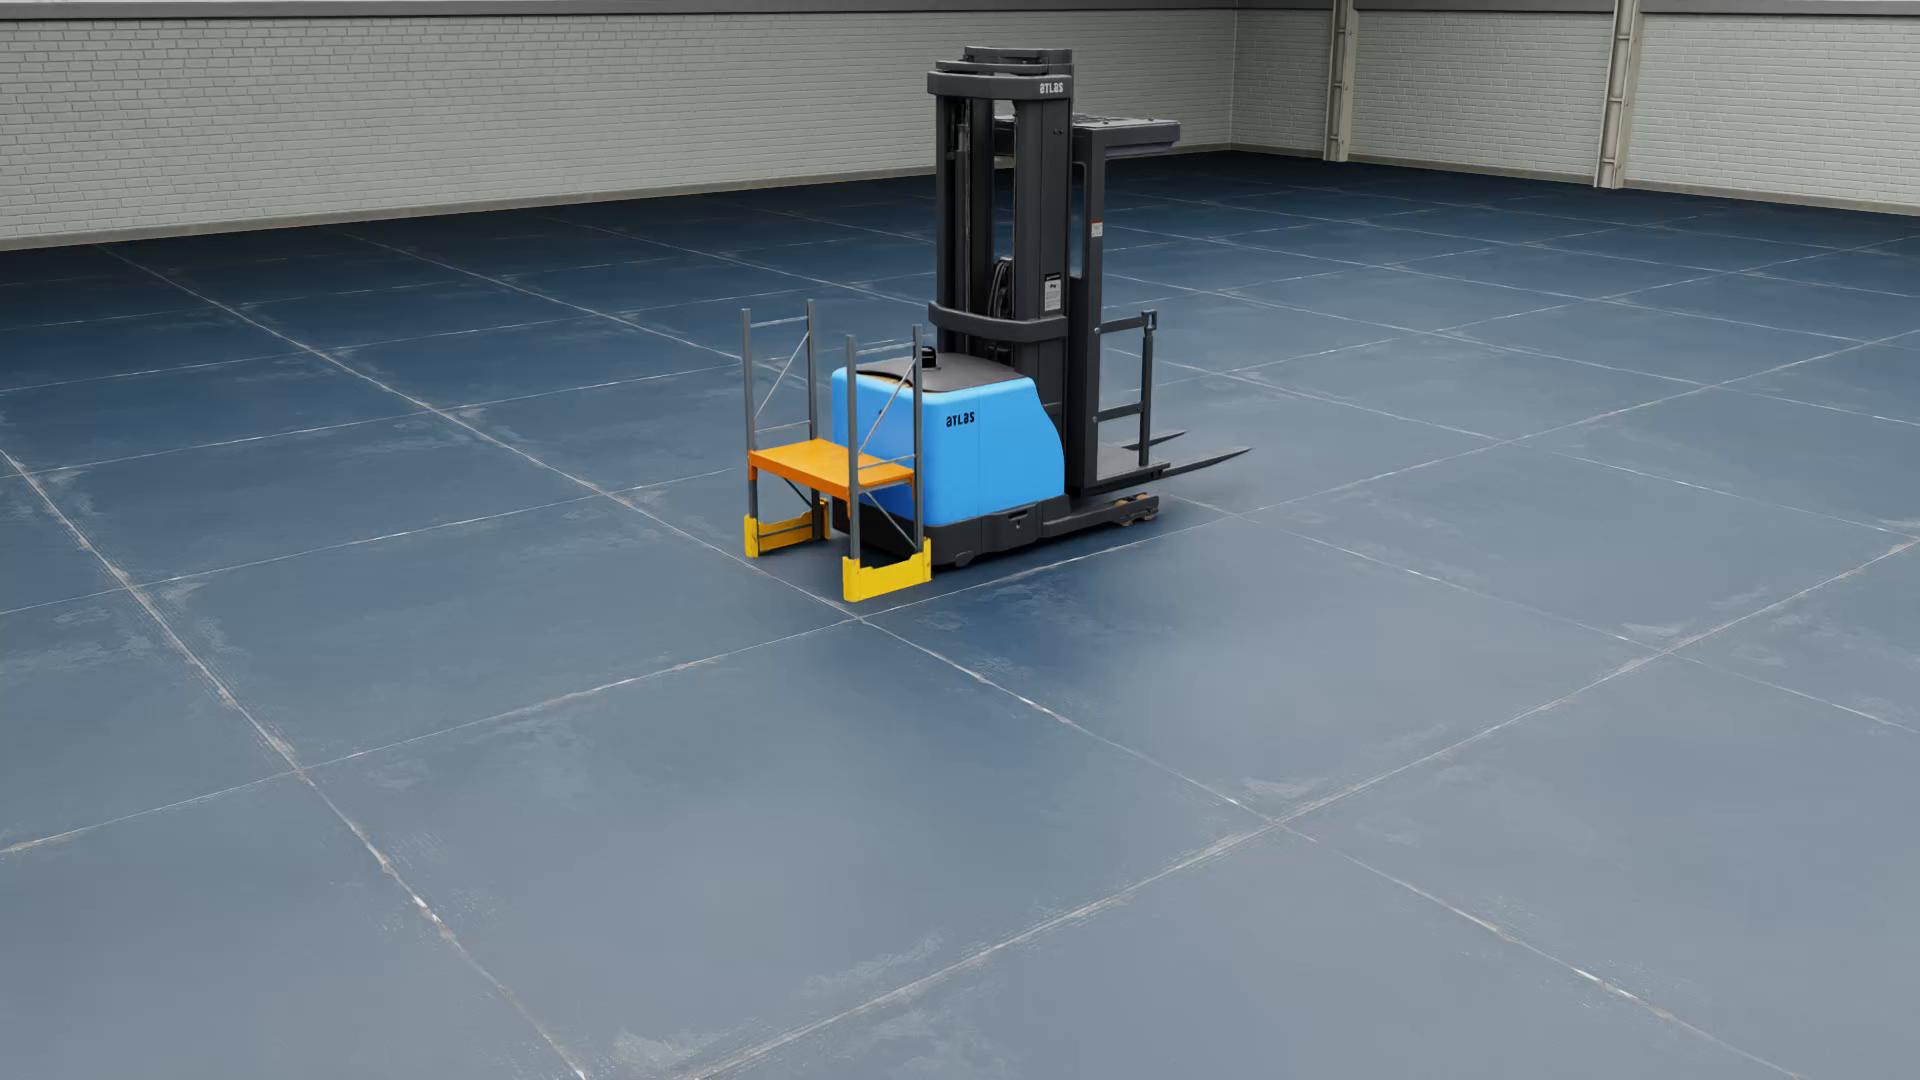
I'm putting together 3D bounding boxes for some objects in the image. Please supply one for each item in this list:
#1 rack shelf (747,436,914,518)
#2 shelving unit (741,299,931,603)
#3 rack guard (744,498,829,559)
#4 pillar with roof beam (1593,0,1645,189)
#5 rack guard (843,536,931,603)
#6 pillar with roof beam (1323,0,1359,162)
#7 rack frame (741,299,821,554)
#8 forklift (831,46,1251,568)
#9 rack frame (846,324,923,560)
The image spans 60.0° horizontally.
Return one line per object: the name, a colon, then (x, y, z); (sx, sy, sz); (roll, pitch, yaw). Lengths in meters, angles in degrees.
rack shelf: (-0.740, -0.379, 9.694); (0.538, 0.185, 1.000); (-15, 23, -38)
shelving unit: (-0.735, -0.548, 9.631); (0.587, 1.500, 1.083); (-15, 23, -38)
rack guard: (-1.057, -0.074, 10.188); (0.587, 0.250, 0.087); (-15, 23, -38)
pillar with roof beam: (7.875, -9.552, 24.895); (9.100, 9.000, 0.400); (-14, 23, -36)
rack guard: (-0.412, 0.165, 9.467); (0.587, 0.250, 0.087); (-15, 23, -38)
pillar with roof beam: (4.149, -11.031, 29.360); (9.100, 9.000, 0.400); (-14, 23, -36)
rack frame: (-1.070, -0.672, 10.005); (0.500, 1.500, 0.032); (-15, 23, -38)
forklift: (0.657, -1.592, 10.507); (3.031, 2.935, 1.130); (-15, 23, -38)
rack frame: (-0.411, -0.428, 9.270); (0.500, 1.500, 0.032); (-15, 23, -38)
